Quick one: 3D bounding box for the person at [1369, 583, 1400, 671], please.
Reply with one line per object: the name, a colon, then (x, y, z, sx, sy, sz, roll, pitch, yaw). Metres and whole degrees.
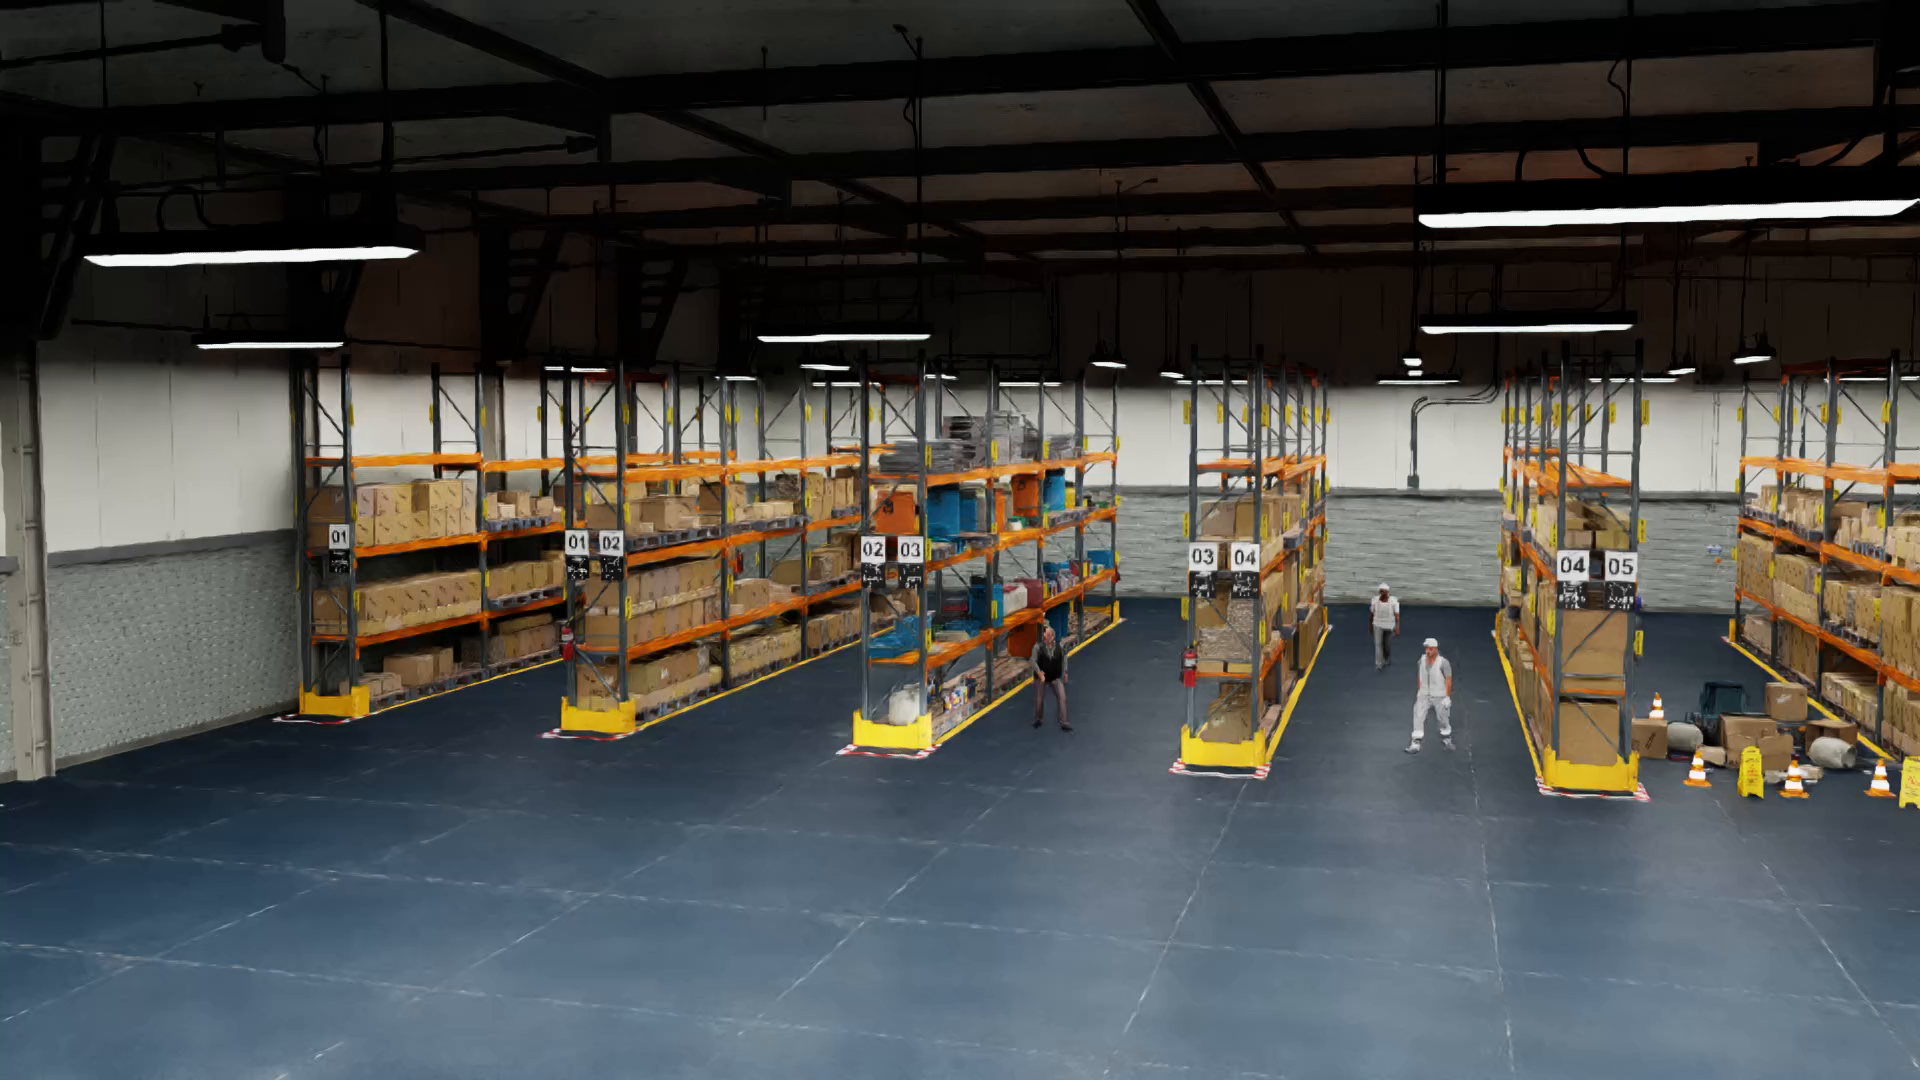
person: (8.371, 1.691, 32.770, 0.591, 1.716, 1.042, 1, 4, 14)

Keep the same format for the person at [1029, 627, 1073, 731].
person: (1.420, 2.195, 26.381, 0.684, 1.648, 0.795, 0, 4, -4)

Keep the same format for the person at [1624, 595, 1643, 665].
person: (13.444, 1.664, 33.335, 0.567, 1.653, 0.544, -4, 6, -43)

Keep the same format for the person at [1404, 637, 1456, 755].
person: (6.989, 2.300, 24.614, 0.593, 1.745, 0.983, 3, 5, 38)
